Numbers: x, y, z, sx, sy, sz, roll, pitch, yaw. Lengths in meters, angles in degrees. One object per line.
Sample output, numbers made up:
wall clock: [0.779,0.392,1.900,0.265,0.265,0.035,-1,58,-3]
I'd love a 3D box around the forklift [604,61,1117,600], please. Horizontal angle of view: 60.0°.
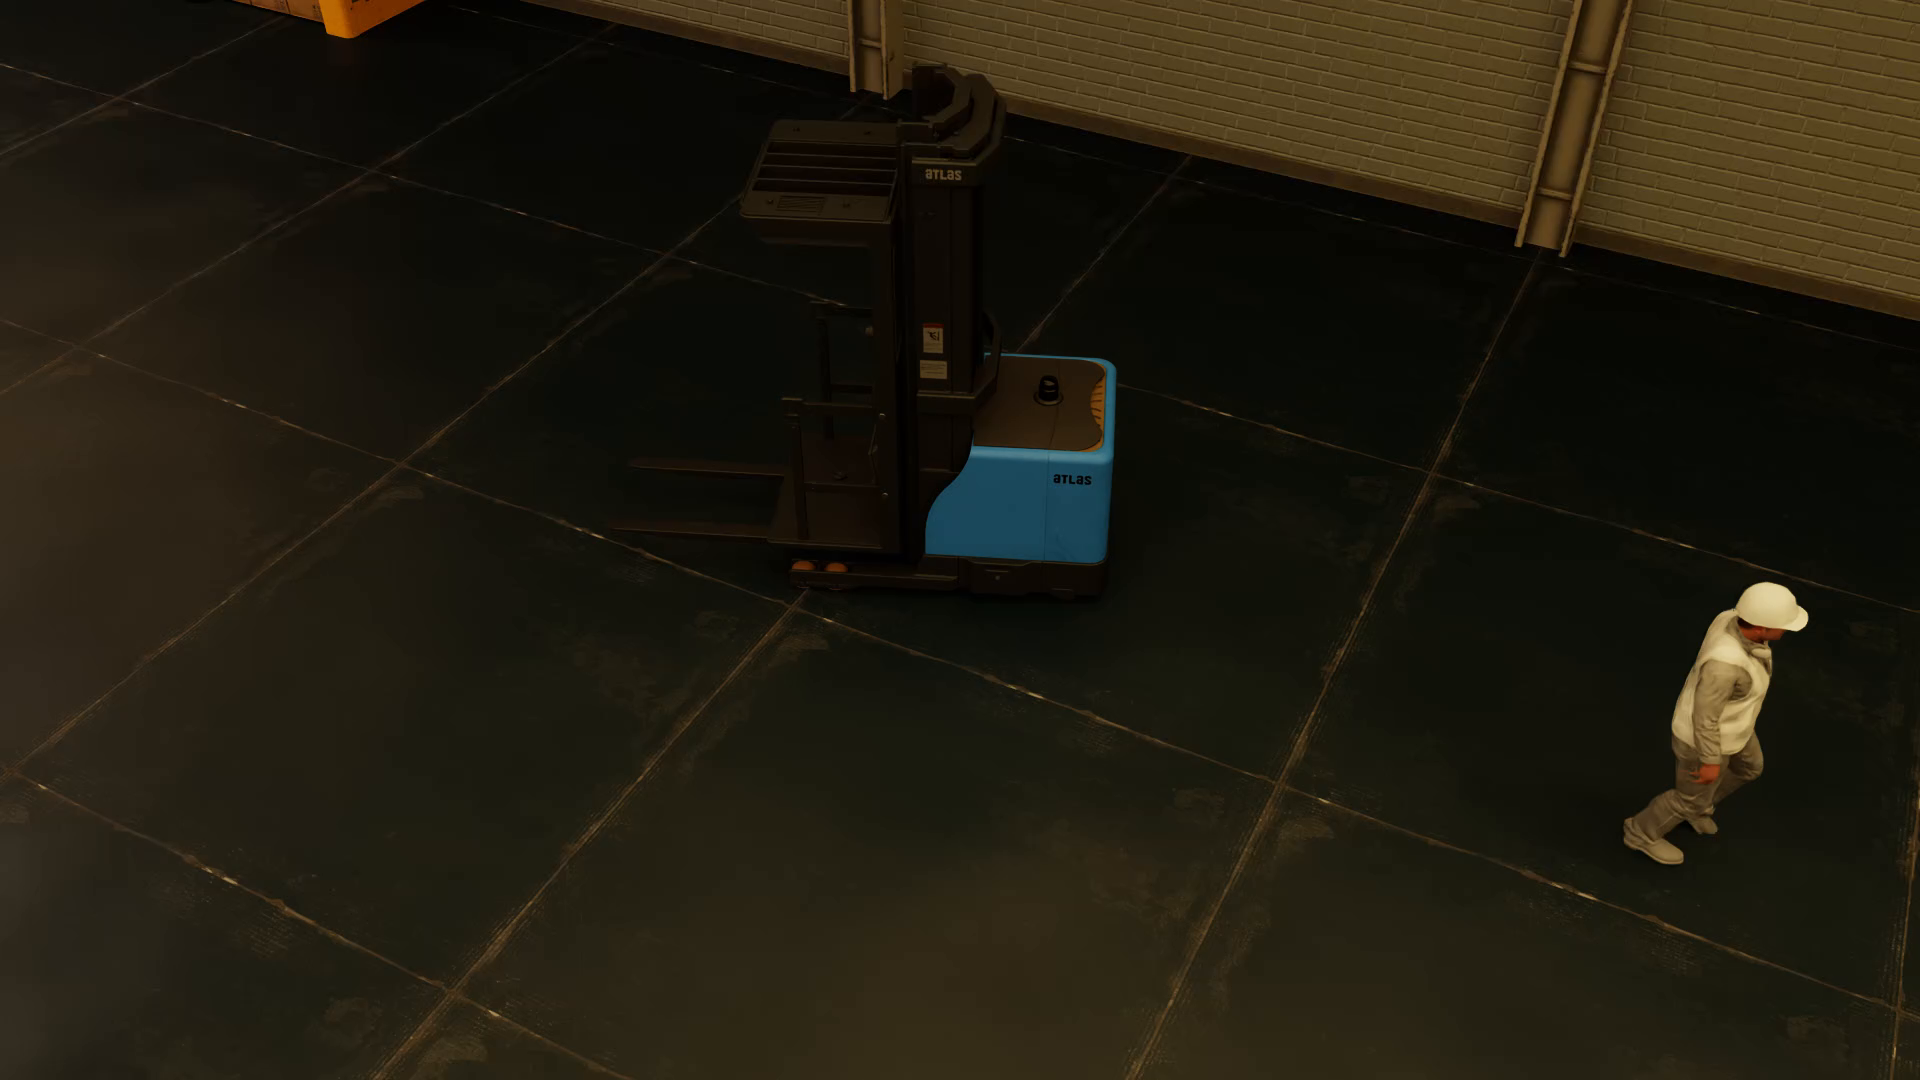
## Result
forklift: [-0.606,-1.157,9.360,3.031,2.935,1.130,3,40,4]

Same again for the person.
person: [3.606,0.898,7.871,0.507,1.800,0.639,20,44,22]
